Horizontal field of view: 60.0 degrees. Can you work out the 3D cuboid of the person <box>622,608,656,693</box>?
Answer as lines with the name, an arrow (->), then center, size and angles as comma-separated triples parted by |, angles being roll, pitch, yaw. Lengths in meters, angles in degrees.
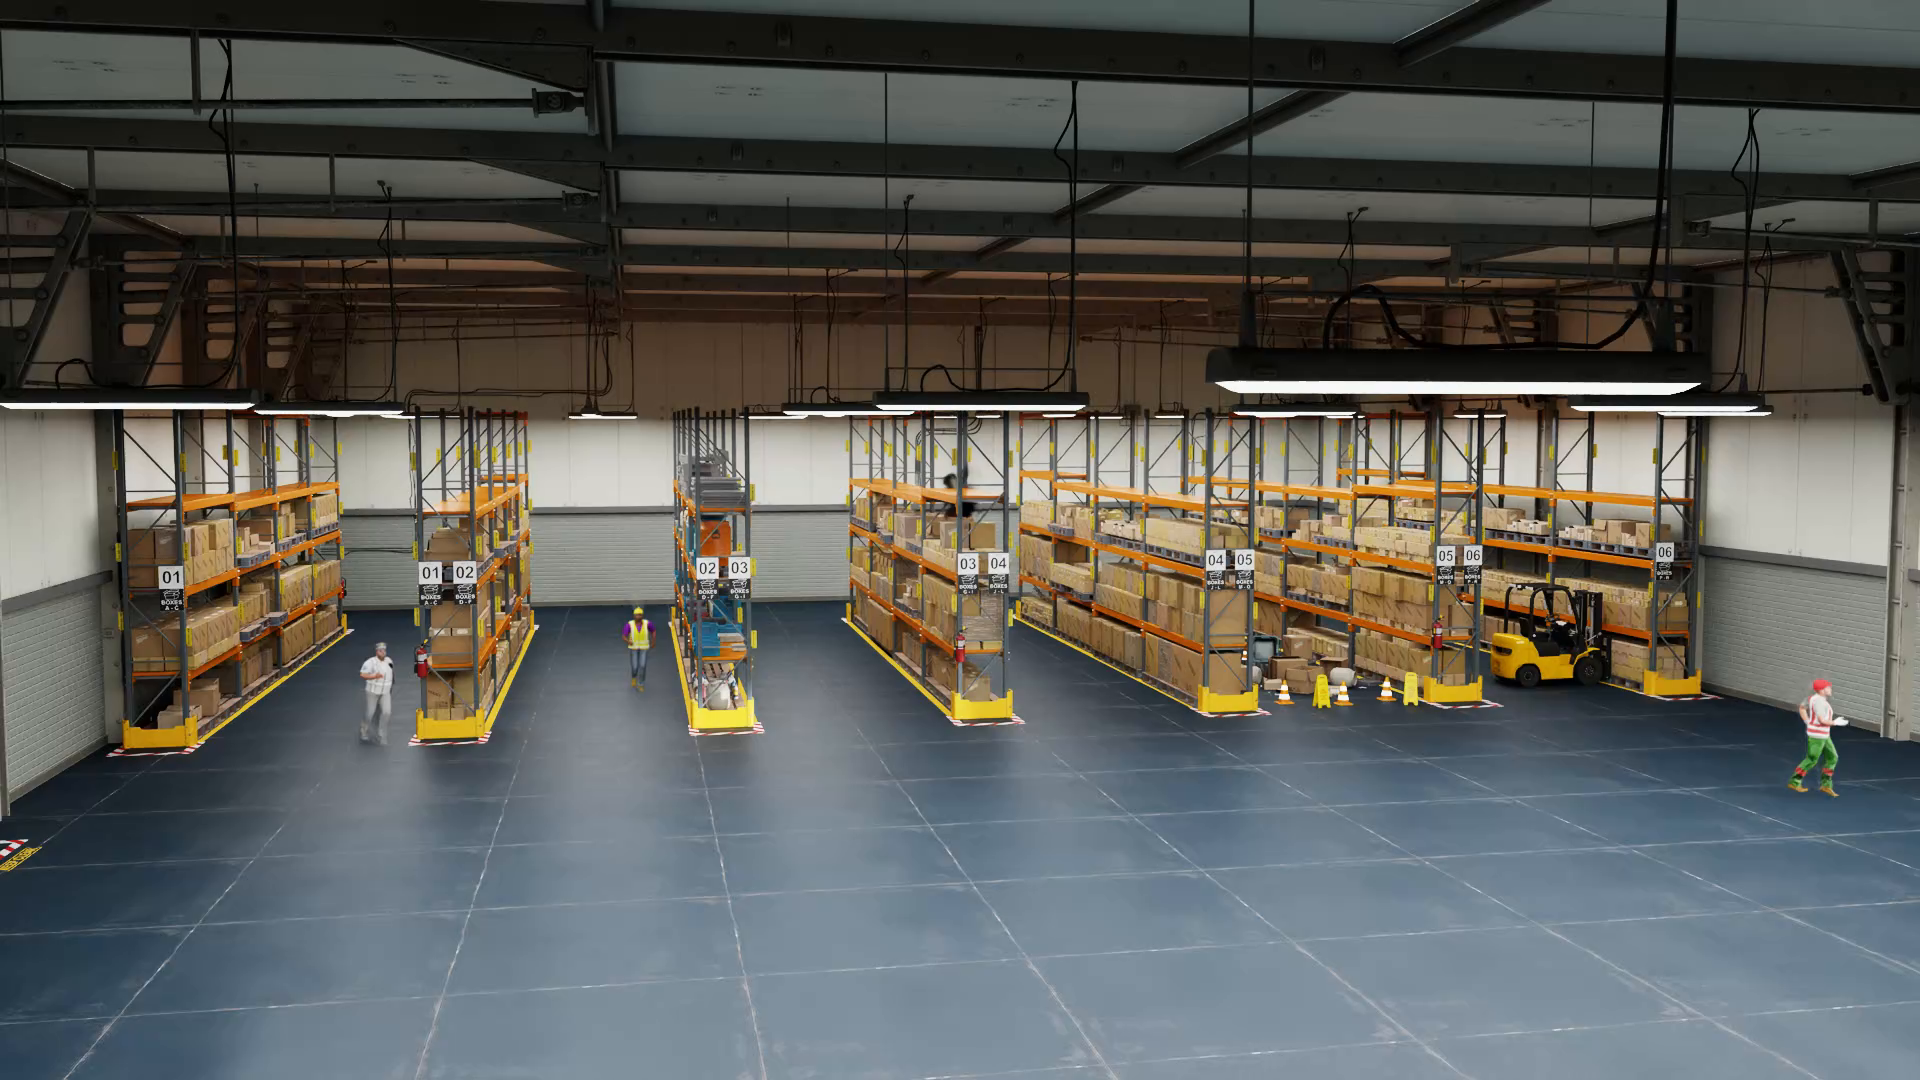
person -> -6.836, 2.327, 35.417 | 0.725, 1.776, 0.841 | -1, 4, -13

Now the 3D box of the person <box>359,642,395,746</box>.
person -> -10.390, 2.736, 29.693 | 0.662, 1.847, 0.807 | -4, 5, -41

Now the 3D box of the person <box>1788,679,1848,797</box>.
person -> 13.091, 3.029, 25.363 | 0.786, 1.836, 0.637 | 2, 5, 28

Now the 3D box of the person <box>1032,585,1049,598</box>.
person -> 2.516, 1.309, 50.041 | 0.924, 1.750, 0.699 | -1, 4, -11

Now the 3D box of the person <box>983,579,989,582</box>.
person -> 0.595, 1.484, 49.088 | 0.719, 1.494, 0.664 | 2, 4, 25
